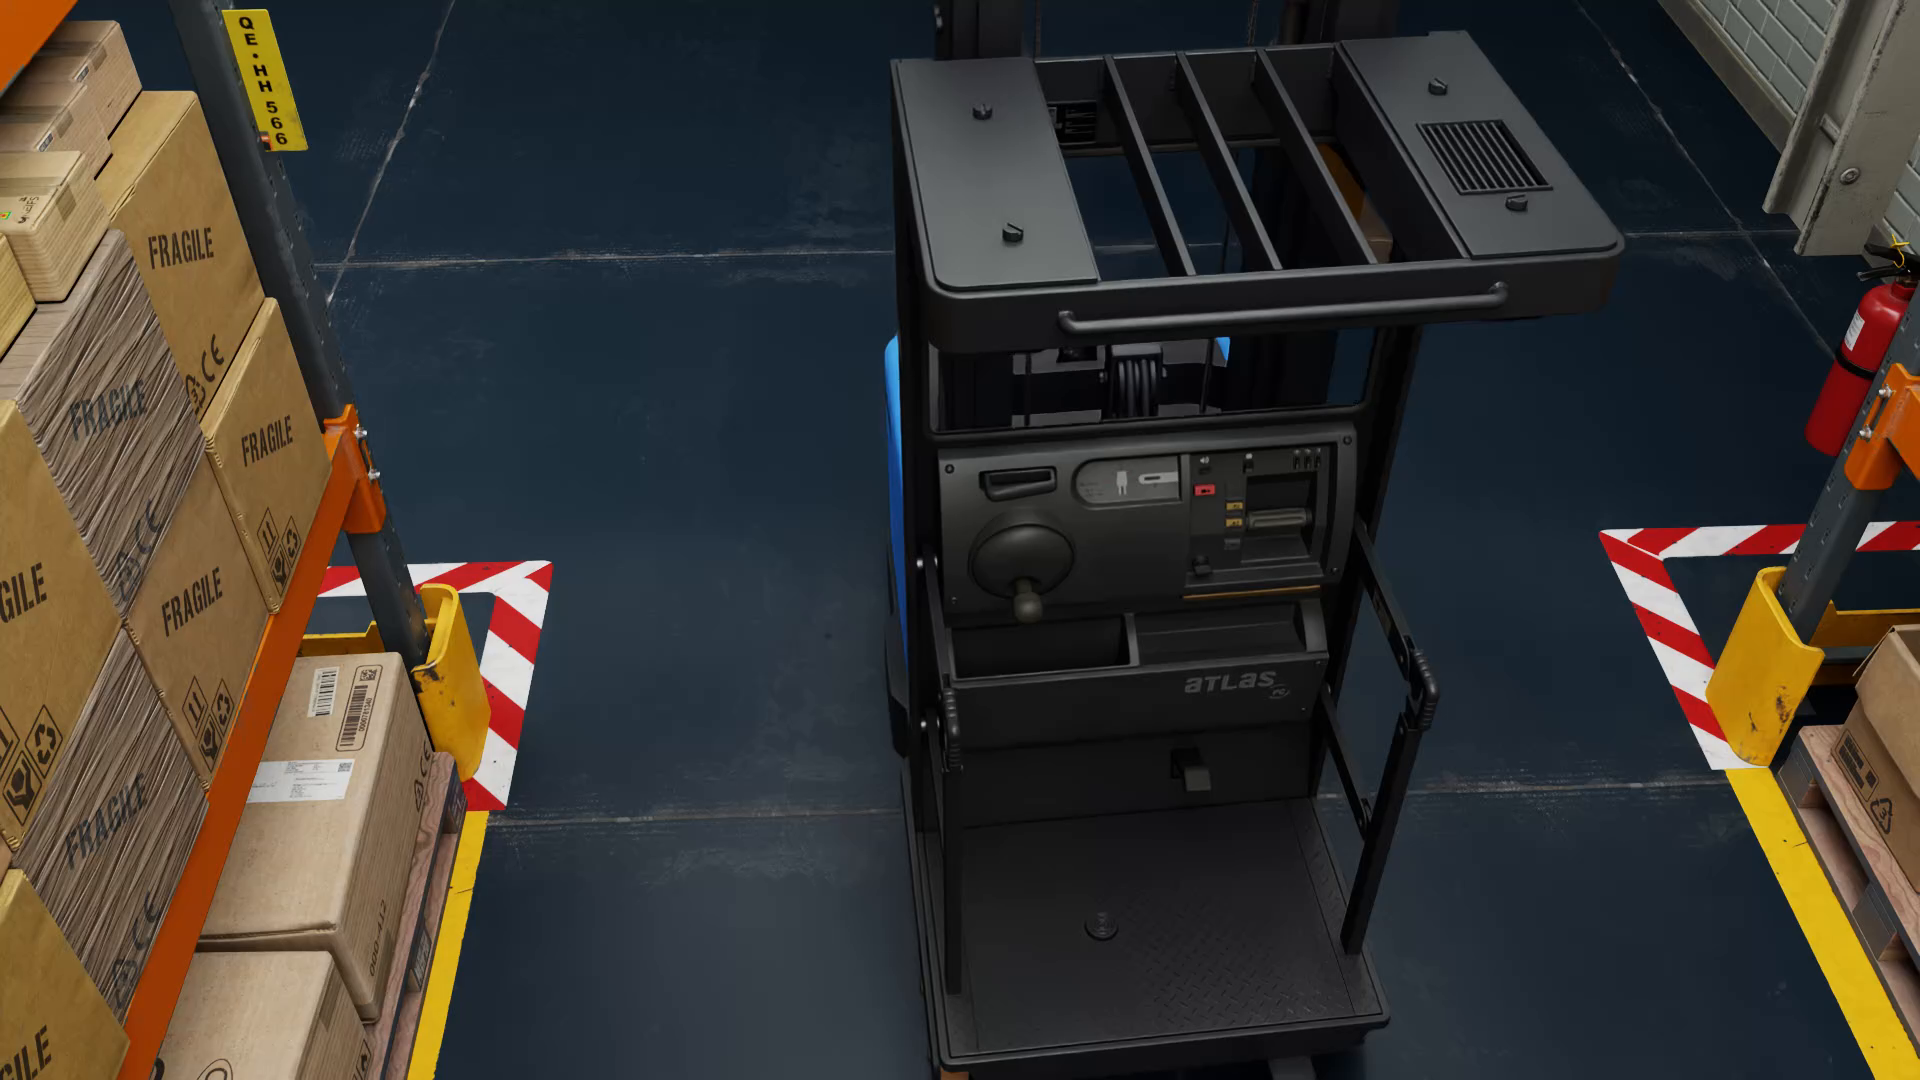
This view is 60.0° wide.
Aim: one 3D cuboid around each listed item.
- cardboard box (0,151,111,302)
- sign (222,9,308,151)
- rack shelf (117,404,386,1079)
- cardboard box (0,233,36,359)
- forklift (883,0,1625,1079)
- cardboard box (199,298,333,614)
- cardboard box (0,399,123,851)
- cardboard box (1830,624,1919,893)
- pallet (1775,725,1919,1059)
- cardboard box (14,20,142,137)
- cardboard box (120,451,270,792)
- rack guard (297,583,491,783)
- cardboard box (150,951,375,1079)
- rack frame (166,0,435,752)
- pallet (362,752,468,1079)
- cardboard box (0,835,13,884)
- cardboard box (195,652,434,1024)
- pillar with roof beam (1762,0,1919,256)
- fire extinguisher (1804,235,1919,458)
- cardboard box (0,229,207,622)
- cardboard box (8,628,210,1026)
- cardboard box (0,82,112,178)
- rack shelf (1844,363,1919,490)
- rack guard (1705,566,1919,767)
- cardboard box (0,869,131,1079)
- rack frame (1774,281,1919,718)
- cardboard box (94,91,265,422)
[{"bbox_3d":[-1.690,-0.527,2.811,0.380,0.149,0.250,-2,43,-2],"label":"cardboard box"},{"bbox_3d":[-1.492,-0.982,3.569,0.100,0.325,0.005,-2,43,-2],"label":"sign"},{"bbox_3d":[-1.950,1.154,2.804,1.077,0.370,4.000,-2,43,-2],"label":"rack shelf"},{"bbox_3d":[-1.720,-0.356,2.625,0.380,0.149,0.250,-1,43,-1],"label":"cardboard box"},{"bbox_3d":[0.444,0.050,3.527,1.130,2.935,3.031,-4,43,-5],"label":"forklift"},{"bbox_3d":[-1.750,-0.181,3.653,0.500,0.500,0.500,-1,43,-2],"label":"cardboard box"},{"bbox_3d":[-1.708,0.137,2.566,0.500,0.500,0.500,-2,43,-2],"label":"cardboard box"},{"bbox_3d":[2.855,0.574,4.440,0.797,0.503,0.637,-3,43,-3],"label":"cardboard box"},{"bbox_3d":[2.962,1.011,4.491,1.003,0.211,1.213,-2,43,-2],"label":"pallet"},{"bbox_3d":[-1.820,-0.870,3.185,0.380,0.149,0.250,-1,43,-1],"label":"cardboard box"},{"bbox_3d":[-1.744,0.159,3.283,0.500,0.500,0.500,-2,43,-3],"label":"cardboard box"},{"bbox_3d":[-2.036,0.443,4.896,1.175,0.500,0.348,-2,43,-2],"label":"rack guard"},{"bbox_3d":[-1.860,1.388,3.601,0.875,0.438,0.875,-1,43,-1],"label":"cardboard box"},{"bbox_3d":[-2.035,-0.462,4.034,1.000,3.000,0.127,-2,43,-2],"label":"rack frame"},{"bbox_3d":[-1.923,1.104,4.390,1.003,0.211,1.213,-2,43,-2],"label":"pallet"},{"bbox_3d":[-1.688,0.477,2.196,0.500,0.500,0.500,-2,43,-2],"label":"cardboard box"},{"bbox_3d":[-1.907,0.771,4.275,0.875,0.438,0.875,-3,43,-3],"label":"cardboard box"},{"bbox_3d":[-0.591,-4.541,4.044,9.100,9.000,0.400,-2,43,-2],"label":"pillar with roof beam"},{"bbox_3d":[2.456,-0.527,4.438,0.296,0.674,0.183,-2,43,-2],"label":"fire extinguisher"},{"bbox_3d":[-1.725,-0.197,2.931,0.500,0.500,0.500,-2,43,-2],"label":"cardboard box"},{"bbox_3d":[-1.712,0.506,2.905,0.500,0.500,0.500,-1,43,-1],"label":"cardboard box"},{"bbox_3d":[-1.785,-0.699,2.999,0.380,0.149,0.250,-1,43,-1],"label":"cardboard box"},{"bbox_3d":[3.009,1.009,2.962,1.077,0.370,4.000,-2,43,-2],"label":"rack shelf"},{"bbox_3d":[2.927,0.366,4.981,1.175,0.500,0.348,-2,43,-2],"label":"rack guard"},{"bbox_3d":[-1.677,0.854,2.525,0.500,0.500,0.500,0,43,-1],"label":"cardboard box"},{"bbox_3d":[2.924,-0.607,4.192,1.000,3.000,0.127,-2,43,-2],"label":"rack frame"},{"bbox_3d":[-1.777,-0.549,3.315,0.500,0.500,0.500,0,43,0],"label":"cardboard box"}]
